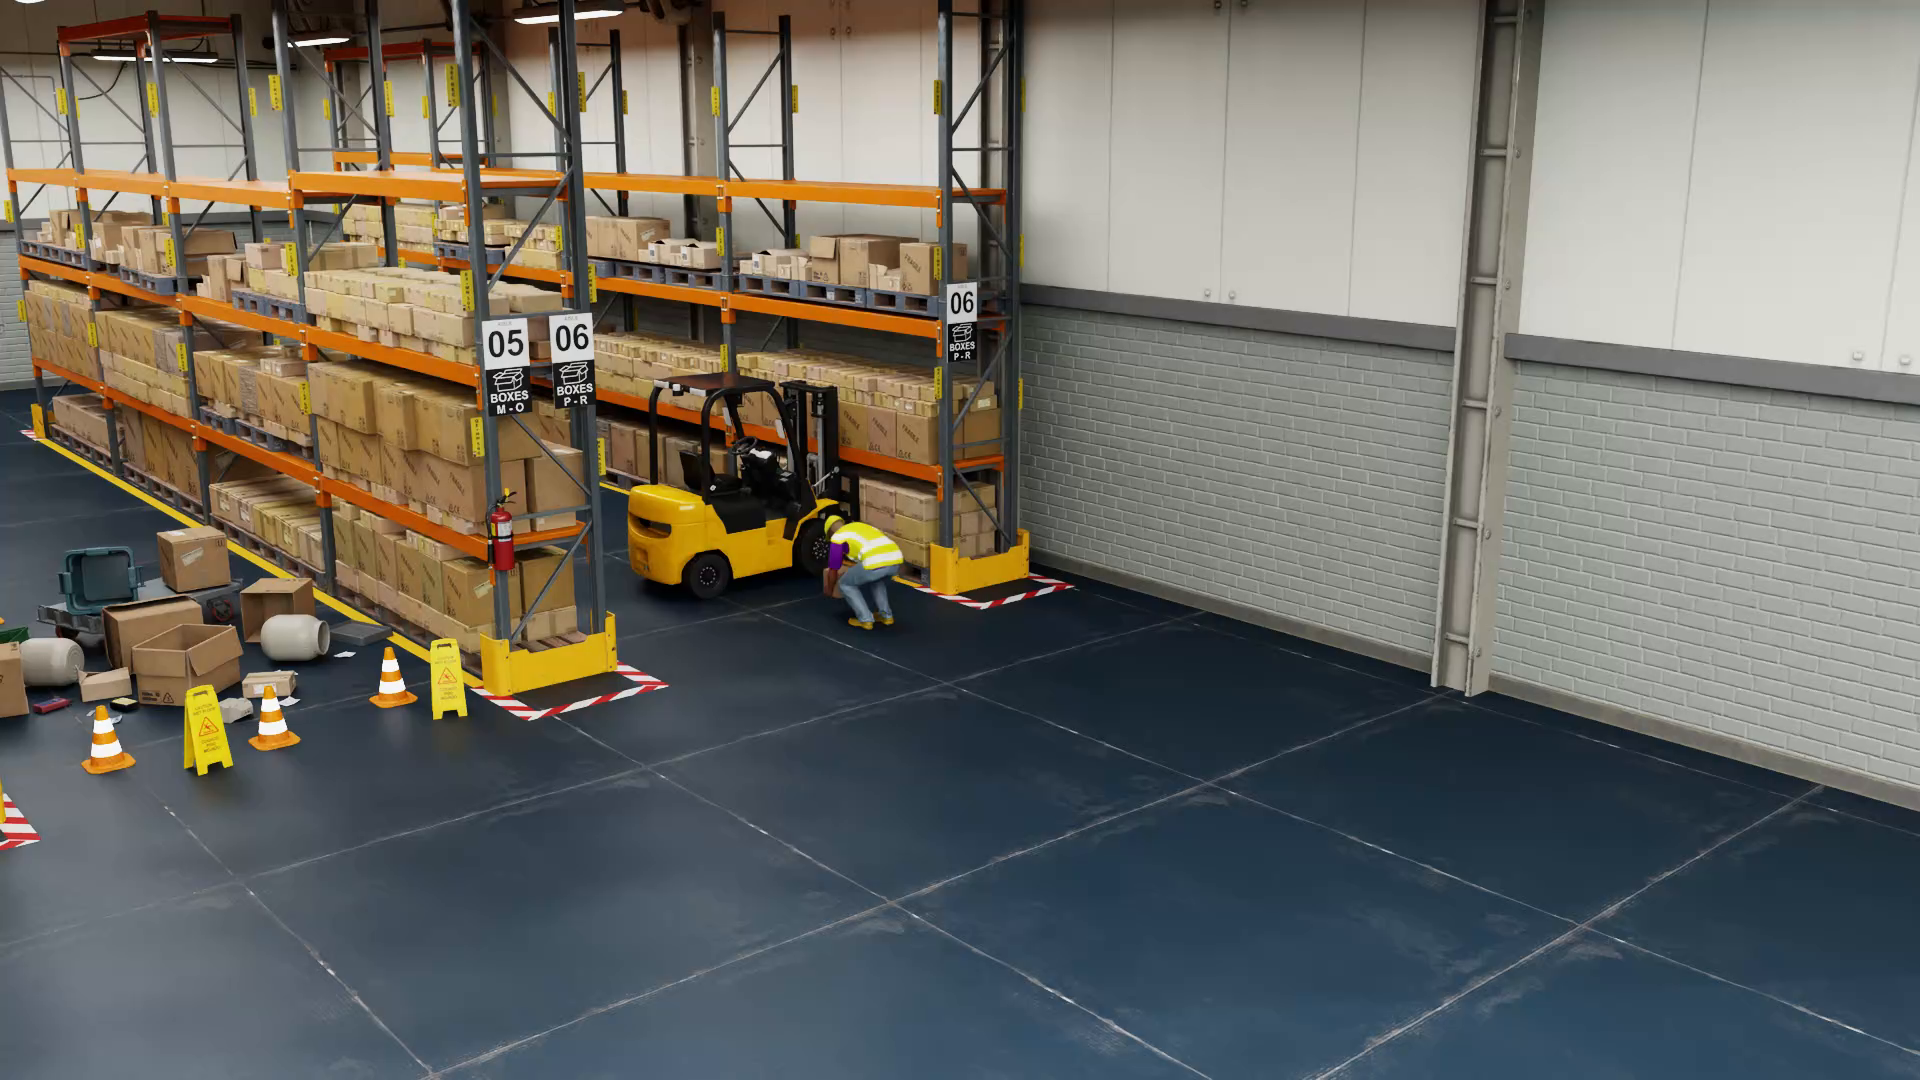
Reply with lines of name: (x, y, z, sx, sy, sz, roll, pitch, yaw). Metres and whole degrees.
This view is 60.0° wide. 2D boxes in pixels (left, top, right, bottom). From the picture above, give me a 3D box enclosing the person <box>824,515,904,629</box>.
person: (-0.989, 0.310, 16.278, 0.504, 1.009, 0.952, -13, 19, -42)
